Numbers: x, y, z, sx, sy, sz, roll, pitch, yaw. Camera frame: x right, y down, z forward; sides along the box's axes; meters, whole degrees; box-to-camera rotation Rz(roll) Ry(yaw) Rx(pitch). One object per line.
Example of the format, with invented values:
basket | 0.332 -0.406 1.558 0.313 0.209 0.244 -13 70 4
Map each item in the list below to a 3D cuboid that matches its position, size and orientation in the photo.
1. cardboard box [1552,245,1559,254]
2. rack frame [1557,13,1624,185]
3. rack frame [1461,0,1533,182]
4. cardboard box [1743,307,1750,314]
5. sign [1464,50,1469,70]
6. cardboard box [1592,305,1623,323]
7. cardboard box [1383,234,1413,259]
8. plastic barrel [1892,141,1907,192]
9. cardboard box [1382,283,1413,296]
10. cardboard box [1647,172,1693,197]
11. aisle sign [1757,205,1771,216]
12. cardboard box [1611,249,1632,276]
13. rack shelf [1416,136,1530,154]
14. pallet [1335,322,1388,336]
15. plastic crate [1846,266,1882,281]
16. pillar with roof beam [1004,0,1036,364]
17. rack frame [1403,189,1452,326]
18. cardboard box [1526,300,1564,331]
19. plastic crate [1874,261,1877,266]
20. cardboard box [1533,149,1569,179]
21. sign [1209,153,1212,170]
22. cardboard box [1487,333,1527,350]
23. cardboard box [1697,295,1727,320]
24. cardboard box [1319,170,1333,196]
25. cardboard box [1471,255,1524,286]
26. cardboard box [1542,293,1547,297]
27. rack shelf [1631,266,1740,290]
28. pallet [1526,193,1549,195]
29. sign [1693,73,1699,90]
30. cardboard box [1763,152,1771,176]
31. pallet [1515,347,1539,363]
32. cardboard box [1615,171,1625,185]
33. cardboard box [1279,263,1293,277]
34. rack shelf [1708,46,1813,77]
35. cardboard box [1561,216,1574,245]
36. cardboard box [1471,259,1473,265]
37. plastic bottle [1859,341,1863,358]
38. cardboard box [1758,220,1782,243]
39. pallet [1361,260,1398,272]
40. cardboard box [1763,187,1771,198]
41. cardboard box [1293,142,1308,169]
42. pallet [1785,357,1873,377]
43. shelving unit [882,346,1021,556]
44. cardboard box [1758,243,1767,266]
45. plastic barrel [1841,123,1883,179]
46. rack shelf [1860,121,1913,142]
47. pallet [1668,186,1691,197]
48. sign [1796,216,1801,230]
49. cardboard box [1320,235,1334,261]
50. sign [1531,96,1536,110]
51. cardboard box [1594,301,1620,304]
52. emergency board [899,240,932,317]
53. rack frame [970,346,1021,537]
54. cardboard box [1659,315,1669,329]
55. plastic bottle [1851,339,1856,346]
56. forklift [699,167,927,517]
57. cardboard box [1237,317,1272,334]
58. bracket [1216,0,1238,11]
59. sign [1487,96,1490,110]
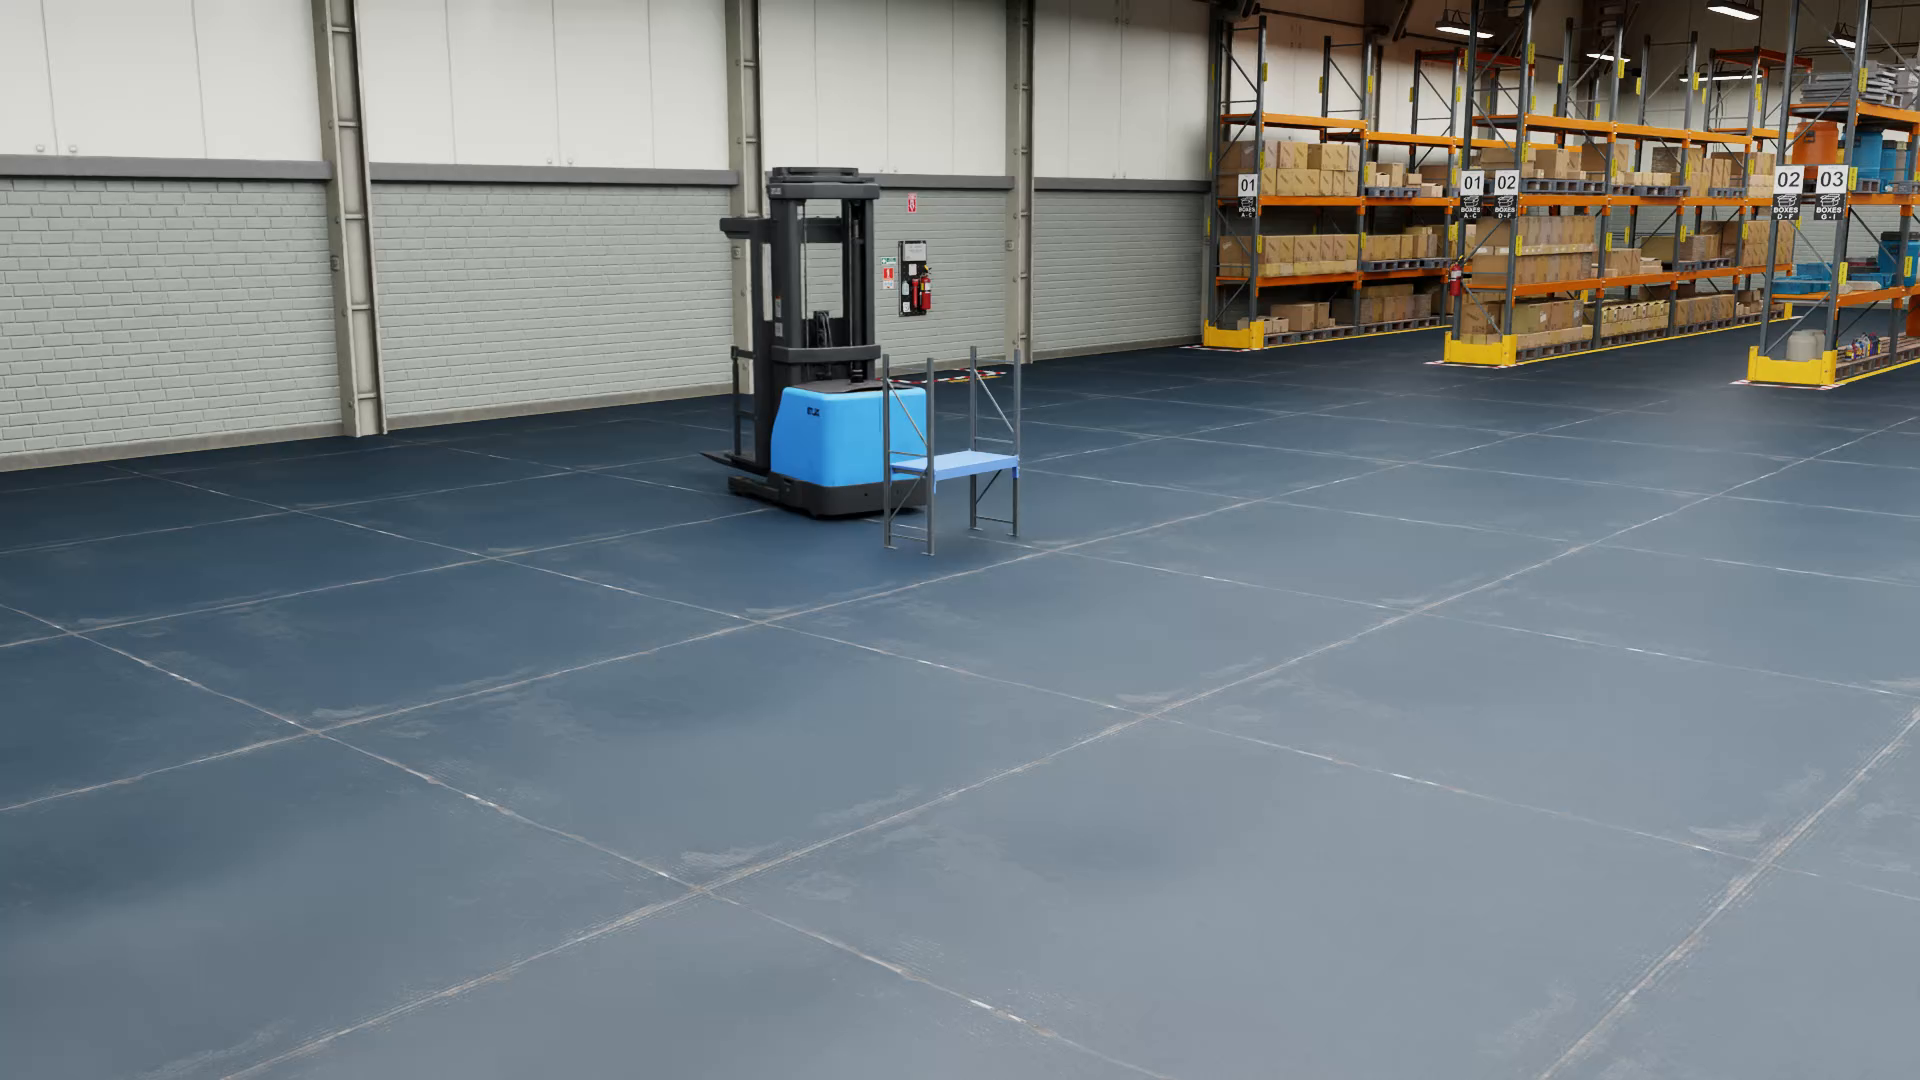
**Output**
cardboard box | 10.299 -5.119 29.272 0.380 0.149 0.250 10 15 41
rack frame | 11.503 -8.026 30.422 1.000 3.000 0.127 10 15 40
rack frame | 8.863 -7.438 27.476 1.000 3.000 0.127 10 15 40
cardboard box | 17.787 -5.250 37.950 0.380 0.166 0.250 10 15 40
sign | 8.465 -8.007 27.738 0.100 0.325 0.005 10 15 40
cardboard box | 12.298 -4.319 31.692 0.500 0.311 0.500 10 15 40
cardboard box | 9.312 -6.321 35.823 0.700 0.500 0.500 10 15 40
plastic barrel | 15.826 -6.359 28.455 0.600 0.901 0.600 0 11 0
cardboard box | 9.561 -5.482 36.345 0.500 0.250 0.500 10 15 41
cardboard box | 14.407 -7.262 33.996 0.910 0.500 0.500 10 15 40
aisle sign | 19.249 -8.173 39.835 0.394 0.787 0.004 10 15 40
cardboard box | 12.701 -5.396 32.312 0.500 0.500 0.500 10 15 40
rack shelf | 11.741 -9.000 38.156 1.077 0.370 4.000 10 15 40
pallet | 8.293 -4.472 35.061 1.003 0.211 1.213 10 15 40
plastic crate | 14.781 -4.353 27.504 0.767 0.338 0.504 10 15 40
pillar with roof beam | 4.225 -6.853 24.549 9.100 9.000 0.400 10 15 40
rack frame | 10.420 -6.313 37.160 1.000 3.000 0.127 10 15 40
cardboard box | 10.376 -3.992 29.572 0.500 0.500 0.500 10 15 40
plastic crate | 15.716 -4.638 28.816 0.392 0.384 0.575 10 15 40
cardboard box | 10.165 -6.500 28.751 0.500 0.500 0.500 10 15 40
sign | 4.736 -7.116 31.261 0.100 0.325 0.005 10 15 40
cardboard box | 9.384 -3.404 28.543 0.500 0.250 0.500 10 15 40
cardboard box | 16.341 -5.070 36.197 0.500 0.500 0.500 10 15 41
cardboard box | 6.952 -6.989 32.579 0.500 0.500 0.500 9 14 38
cardboard box | 9.181 -4.612 28.389 0.700 0.500 0.500 10 15 40
cardboard box | 14.306 -6.127 41.540 0.700 0.500 0.500 10 15 42
rack shelf | 15.464 -5.615 35.500 1.077 0.370 4.000 10 15 40
pallet | 13.609 -8.448 40.418 1.003 0.211 1.213 10 15 40
sign | 14.563 -9.079 32.905 0.100 0.325 0.005 10 15 40
cardboard box | 17.839 -8.478 37.533 0.700 0.500 0.500 10 15 40
pallet | 9.336 -3.247 28.927 1.003 0.211 1.213 10 15 40
cardboard box | 12.278 -6.859 31.544 0.500 0.250 0.500 8 14 35
cardboard box | 6.032 -5.181 31.826 0.500 0.250 0.500 9 15 39
rack shelf | 18.104 -10.775 37.534 1.077 0.370 4.000 10 15 40
cardboard box | 10.552 -5.556 29.801 0.700 0.500 0.500 10 15 40
cardboard box | 11.640 -6.411 38.241 0.380 0.149 0.250 10 15 41
plastic bottle | 14.438 -3.054 26.688 0.097 0.271 0.097 0 11 0
cardboard box | 18.666 -7.137 38.478 0.500 0.500 0.500 10 15 42
pallet | 8.394 -5.724 34.701 1.003 0.211 1.213 10 15 40
cardboard box | 17.955 -7.845 37.555 0.500 0.250 0.500 10 15 40
cardboard box | 6.275 -7.325 31.712 0.500 0.500 0.500 10 15 42
pallet | 13.942 -2.802 26.703 1.003 0.211 1.213 10 15 40
shelving unit | -0.056 -0.723 13.001 0.538 1.500 1.048 10 15 40
cardboard box | 17.993 -6.499 37.838 0.500 0.500 0.500 10 15 40
plastic barrel | 14.484 -6.234 26.753 0.600 0.901 0.708 10 15 40
rack shelf | 16.542 -7.131 28.796 1.077 0.370 4.000 10 15 40
pallet | 13.763 -6.940 33.123 1.213 0.211 1.003 11 16 43
sign | 19.828 -7.498 39.331 0.100 0.325 0.005 10 15 40
cardboard box | 7.034 -5.772 32.869 0.500 0.500 0.500 9 15 39
sign | 13.476 -10.272 39.078 0.100 0.325 0.005 10 15 40
cardboard box | 12.899 -4.613 33.167 0.500 0.311 0.500 9 15 39
emergency board | -0.669 -4.109 26.128 0.194 1.169 0.643 10 15 40
rack frame | 0.279 -0.798 13.376 0.500 1.500 0.032 10 15 40
cardboard box | 13.980 -4.422 33.639 0.500 0.250 0.500 10 15 42
plastic bottle | 14.483 -3.110 26.935 0.061 0.283 0.133 10 15 40
forklift | -1.479 -1.871 15.097 1.130 2.935 3.031 -7 13 -32
cardboard box | 5.664 -4.123 31.939 0.500 0.311 0.500 8 14 34
bracket | 4.944 -9.951 30.867 0.235 0.232 0.430 10 15 40
sign | 12.660 -10.454 39.790 0.100 0.325 0.005 10 15 40
